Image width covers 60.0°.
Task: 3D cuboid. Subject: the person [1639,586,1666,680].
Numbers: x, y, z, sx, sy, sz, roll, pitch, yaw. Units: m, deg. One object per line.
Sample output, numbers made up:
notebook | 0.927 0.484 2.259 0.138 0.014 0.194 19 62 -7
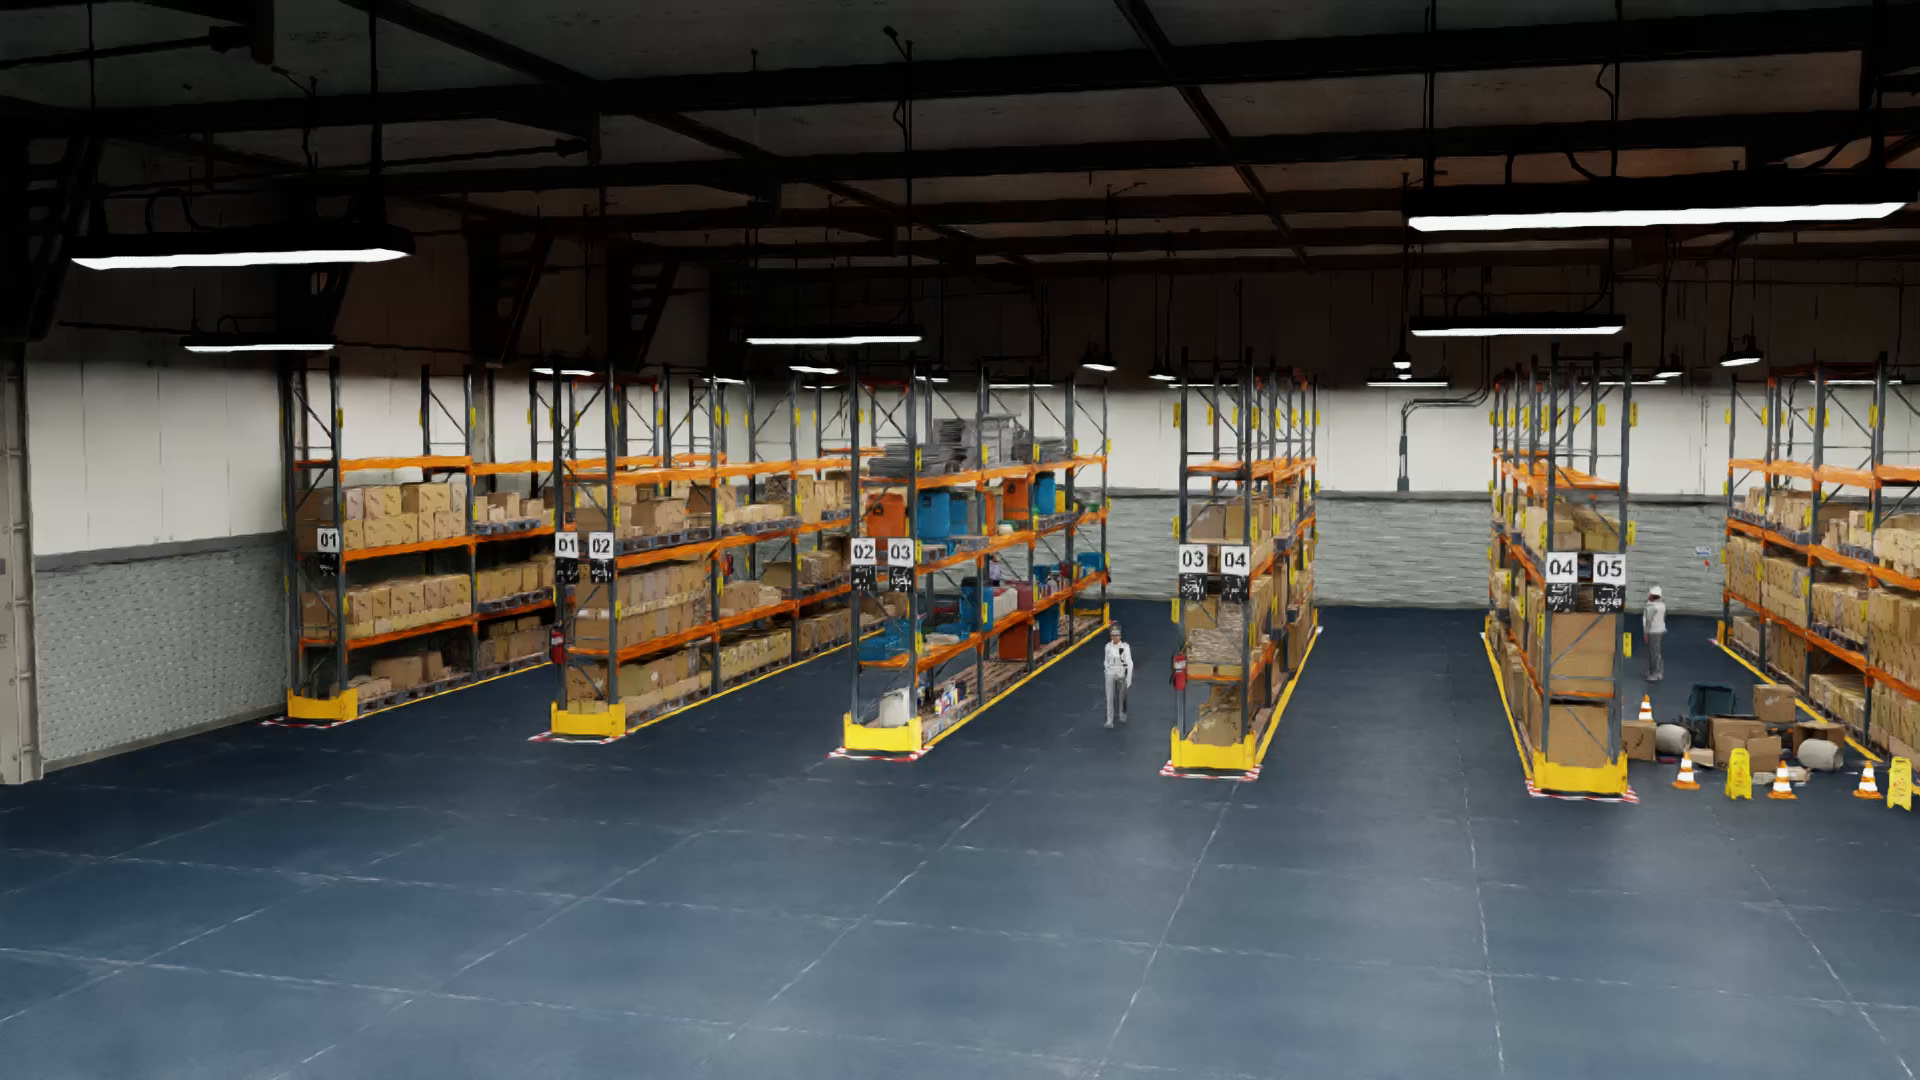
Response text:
person | 13.253 1.768 31.820 0.564 1.768 0.627 4 6 44

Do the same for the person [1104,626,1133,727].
person | 2.573 2.195 27.071 0.502 1.625 0.997 1 4 14

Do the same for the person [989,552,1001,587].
person | 0.824 1.124 41.512 0.407 1.647 0.590 3 5 34

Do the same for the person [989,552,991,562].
person | 0.545 0.849 45.832 0.600 1.589 0.472 -2 5 -30
